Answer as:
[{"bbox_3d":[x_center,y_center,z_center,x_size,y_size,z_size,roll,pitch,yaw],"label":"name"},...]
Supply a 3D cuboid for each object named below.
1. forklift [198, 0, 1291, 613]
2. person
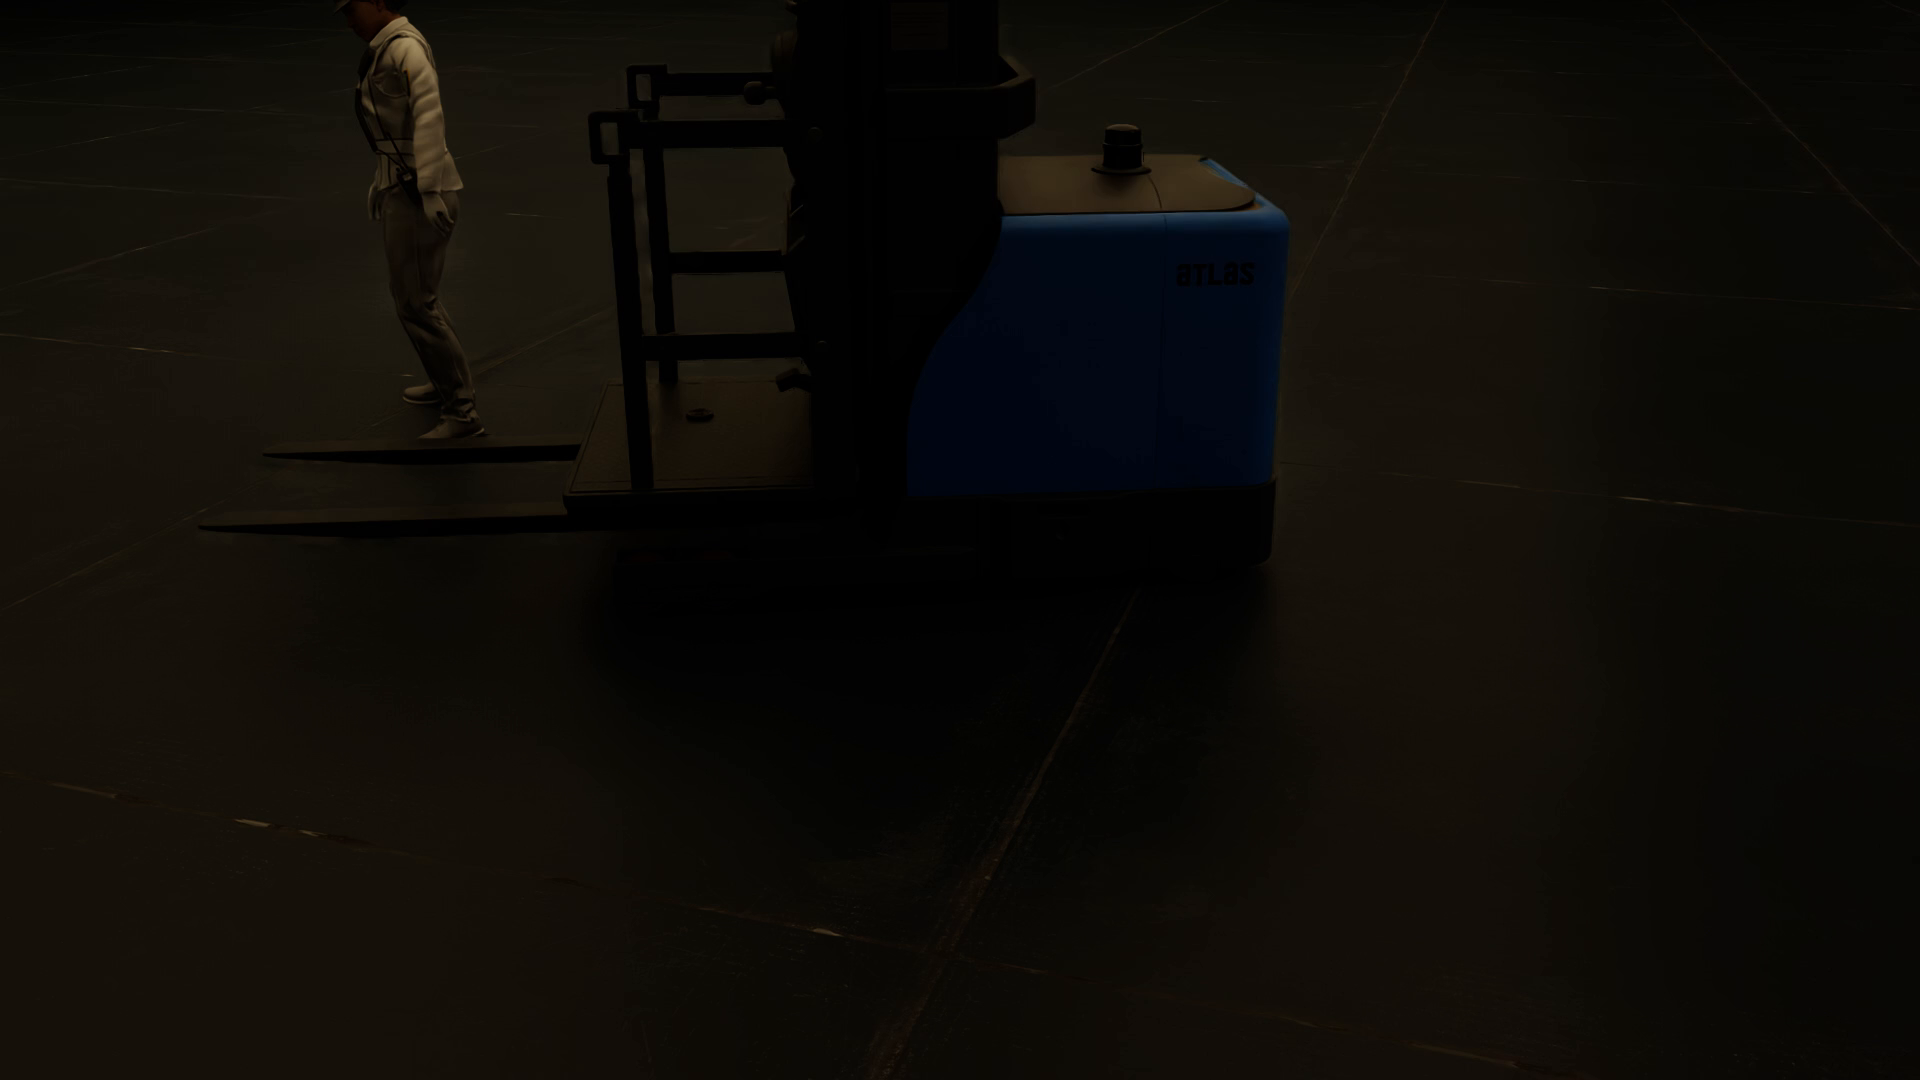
[{"bbox_3d":[-0.643,-1.363,4.582,3.031,2.935,1.130,-2,23,-5],"label":"forklift"},{"bbox_3d":[-1.953,-1.193,5.891,0.383,1.633,0.833,-8,24,-18],"label":"person"}]
